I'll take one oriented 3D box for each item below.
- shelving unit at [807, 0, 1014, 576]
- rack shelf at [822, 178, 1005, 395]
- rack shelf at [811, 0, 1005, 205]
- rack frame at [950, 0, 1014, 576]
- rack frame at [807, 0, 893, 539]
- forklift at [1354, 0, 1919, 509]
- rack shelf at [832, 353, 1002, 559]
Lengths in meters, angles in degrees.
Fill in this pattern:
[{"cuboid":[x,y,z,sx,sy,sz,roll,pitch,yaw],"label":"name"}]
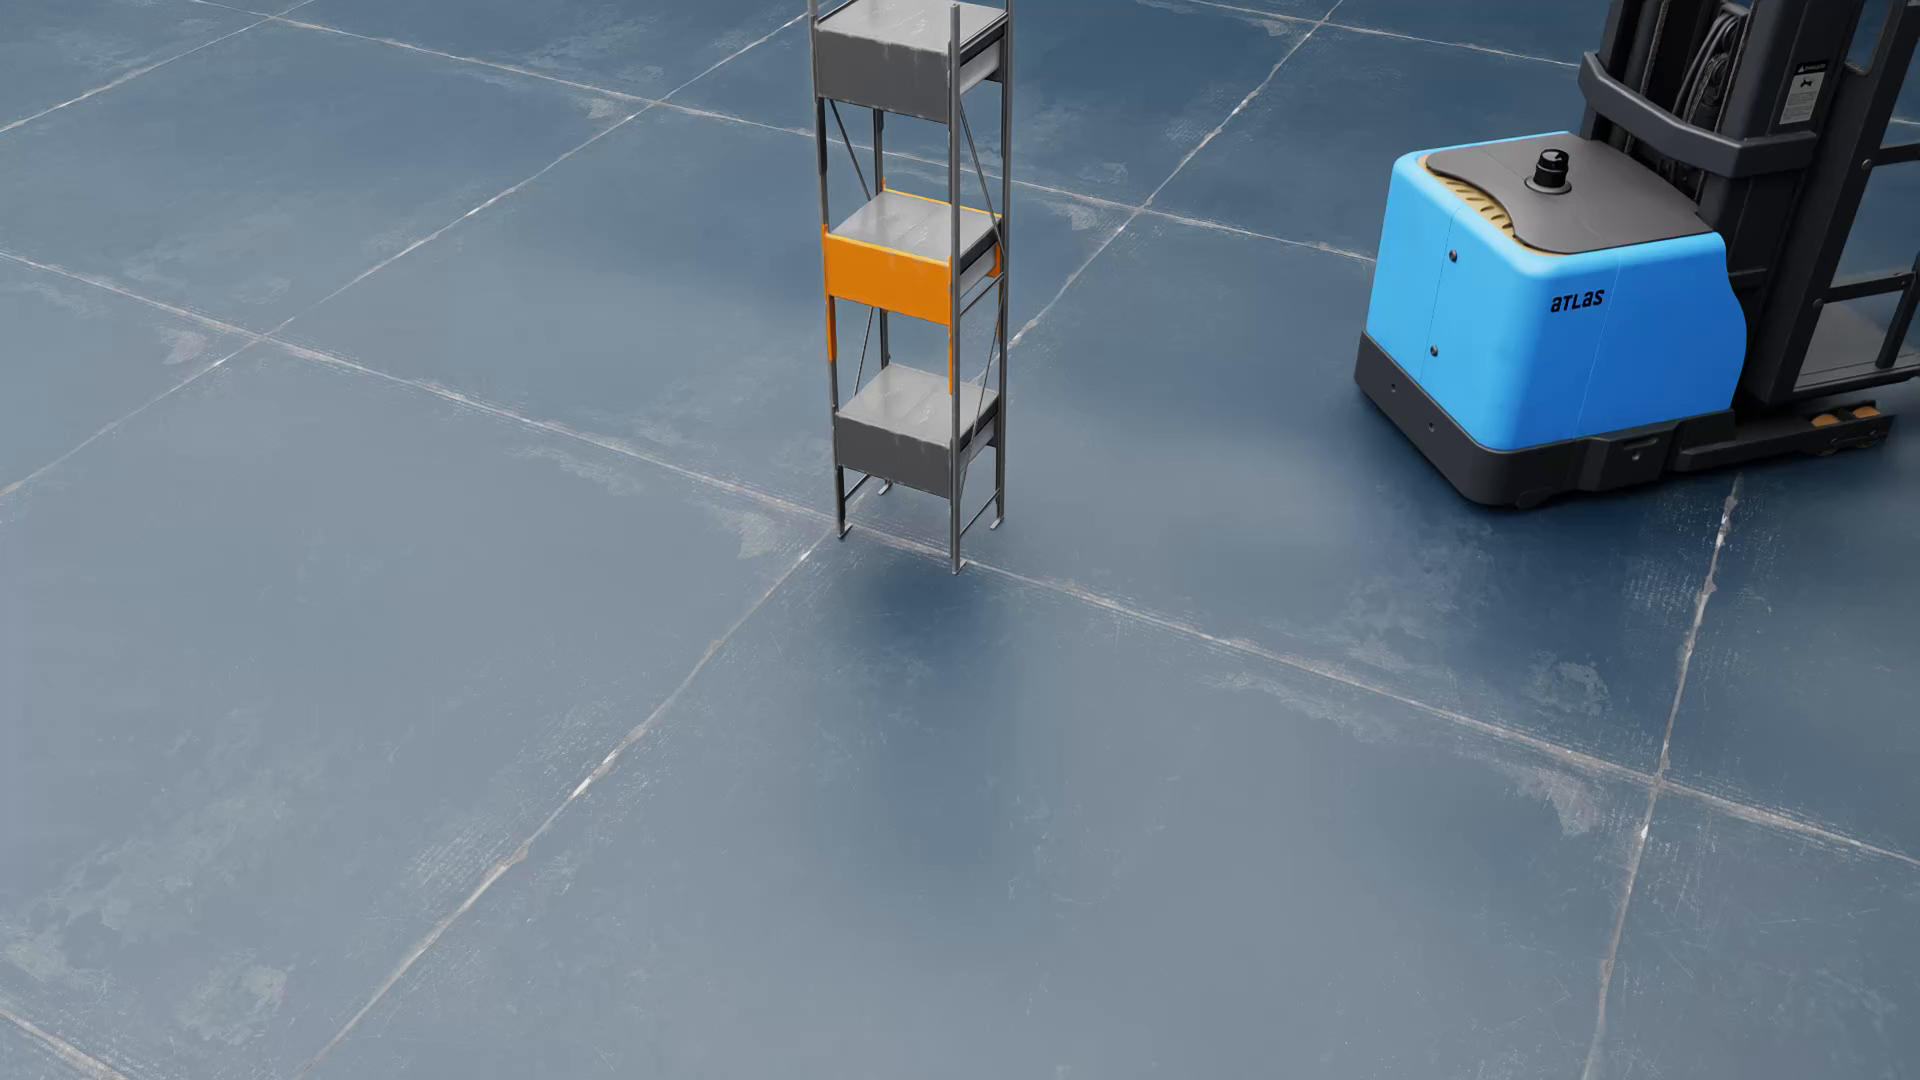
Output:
[{"cuboid":[-0.147,-0.882,5.676,0.503,2.100,0.431,17,41,21],"label":"shelving unit"},{"cuboid":[-0.147,-0.872,5.684,0.480,0.518,0.431,17,41,21],"label":"rack shelf"},{"cuboid":[-0.147,-1.429,5.261,0.480,0.518,0.431,17,41,21],"label":"rack shelf"},{"cuboid":[0.070,-0.815,5.586,0.015,2.100,0.400,17,41,21],"label":"rack frame"},{"cuboid":[-0.364,-0.950,5.765,0.015,2.100,0.400,17,41,21],"label":"rack frame"},{"cuboid":[3.241,-1.800,6.198,3.031,2.935,1.130,-11,38,-14],"label":"forklift"},{"cuboid":[-0.147,-0.314,6.107,0.480,0.518,0.431,17,41,21],"label":"rack shelf"}]
